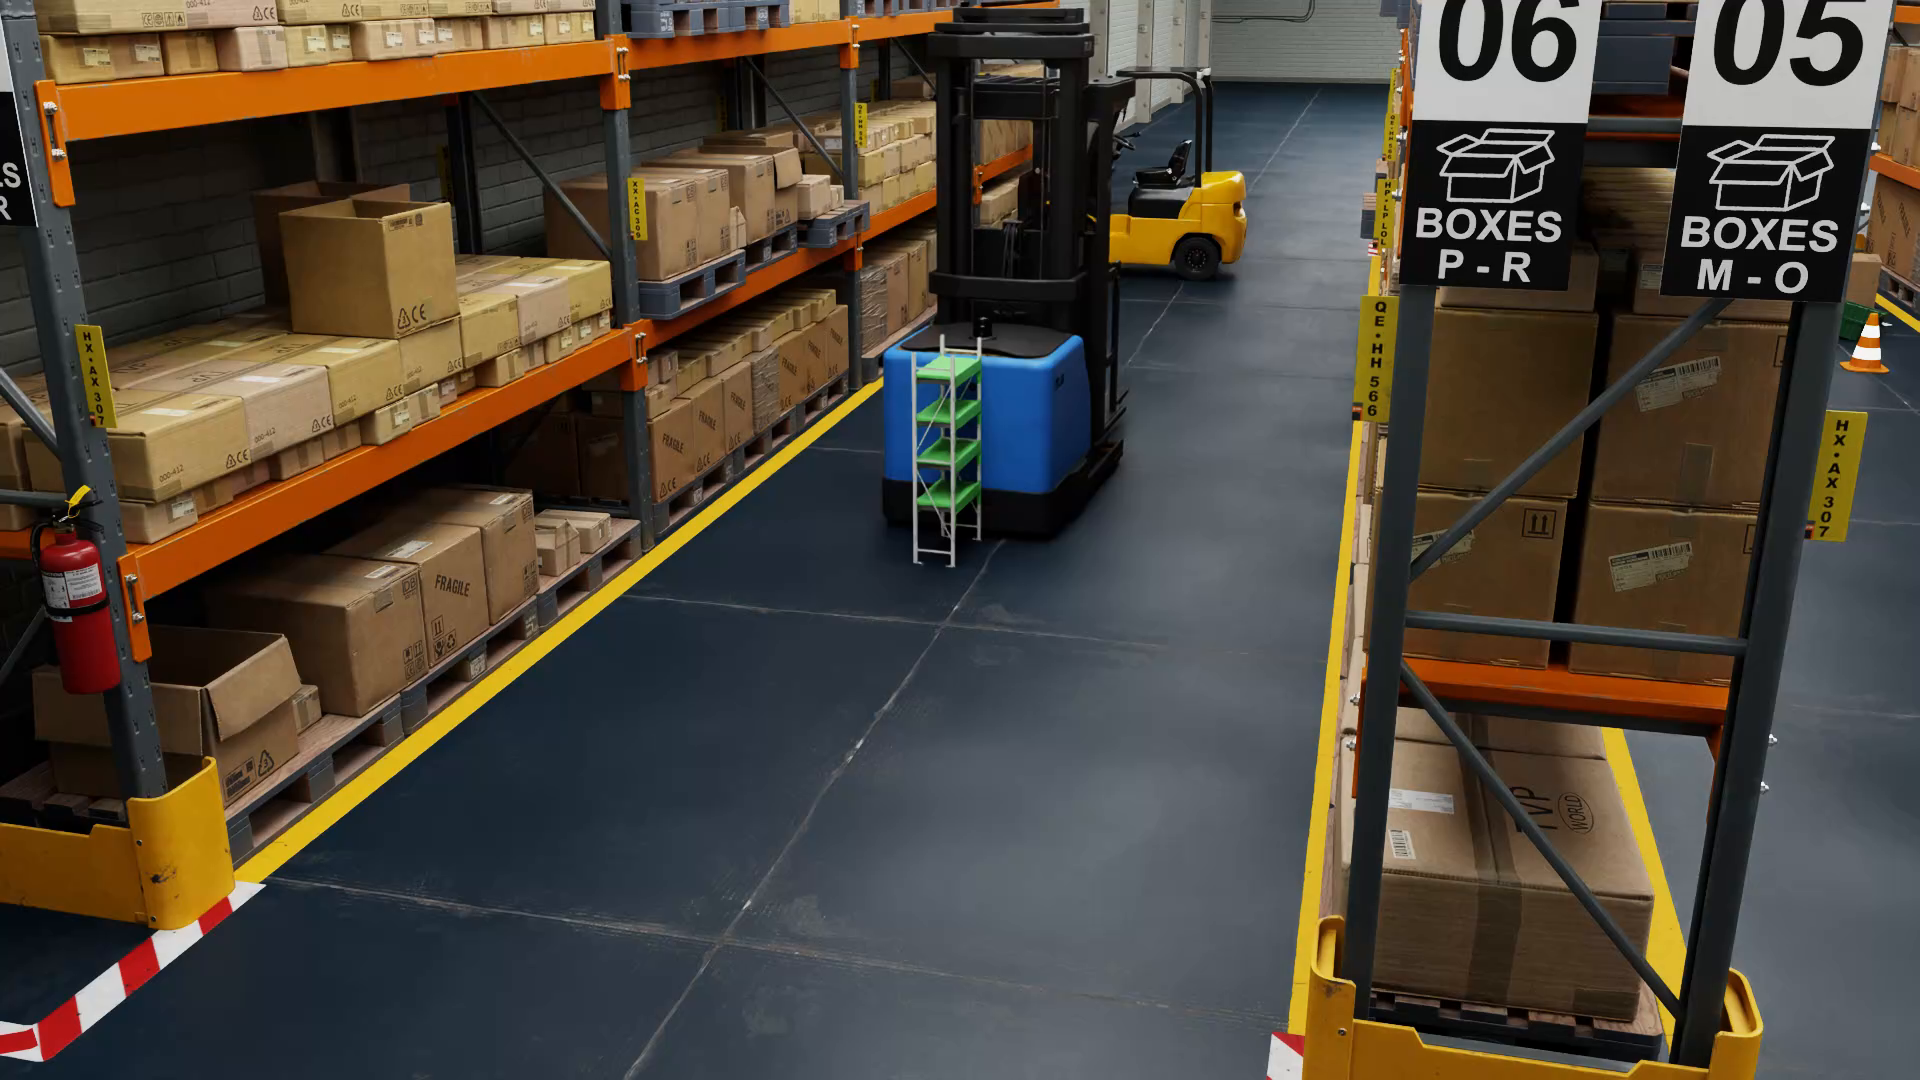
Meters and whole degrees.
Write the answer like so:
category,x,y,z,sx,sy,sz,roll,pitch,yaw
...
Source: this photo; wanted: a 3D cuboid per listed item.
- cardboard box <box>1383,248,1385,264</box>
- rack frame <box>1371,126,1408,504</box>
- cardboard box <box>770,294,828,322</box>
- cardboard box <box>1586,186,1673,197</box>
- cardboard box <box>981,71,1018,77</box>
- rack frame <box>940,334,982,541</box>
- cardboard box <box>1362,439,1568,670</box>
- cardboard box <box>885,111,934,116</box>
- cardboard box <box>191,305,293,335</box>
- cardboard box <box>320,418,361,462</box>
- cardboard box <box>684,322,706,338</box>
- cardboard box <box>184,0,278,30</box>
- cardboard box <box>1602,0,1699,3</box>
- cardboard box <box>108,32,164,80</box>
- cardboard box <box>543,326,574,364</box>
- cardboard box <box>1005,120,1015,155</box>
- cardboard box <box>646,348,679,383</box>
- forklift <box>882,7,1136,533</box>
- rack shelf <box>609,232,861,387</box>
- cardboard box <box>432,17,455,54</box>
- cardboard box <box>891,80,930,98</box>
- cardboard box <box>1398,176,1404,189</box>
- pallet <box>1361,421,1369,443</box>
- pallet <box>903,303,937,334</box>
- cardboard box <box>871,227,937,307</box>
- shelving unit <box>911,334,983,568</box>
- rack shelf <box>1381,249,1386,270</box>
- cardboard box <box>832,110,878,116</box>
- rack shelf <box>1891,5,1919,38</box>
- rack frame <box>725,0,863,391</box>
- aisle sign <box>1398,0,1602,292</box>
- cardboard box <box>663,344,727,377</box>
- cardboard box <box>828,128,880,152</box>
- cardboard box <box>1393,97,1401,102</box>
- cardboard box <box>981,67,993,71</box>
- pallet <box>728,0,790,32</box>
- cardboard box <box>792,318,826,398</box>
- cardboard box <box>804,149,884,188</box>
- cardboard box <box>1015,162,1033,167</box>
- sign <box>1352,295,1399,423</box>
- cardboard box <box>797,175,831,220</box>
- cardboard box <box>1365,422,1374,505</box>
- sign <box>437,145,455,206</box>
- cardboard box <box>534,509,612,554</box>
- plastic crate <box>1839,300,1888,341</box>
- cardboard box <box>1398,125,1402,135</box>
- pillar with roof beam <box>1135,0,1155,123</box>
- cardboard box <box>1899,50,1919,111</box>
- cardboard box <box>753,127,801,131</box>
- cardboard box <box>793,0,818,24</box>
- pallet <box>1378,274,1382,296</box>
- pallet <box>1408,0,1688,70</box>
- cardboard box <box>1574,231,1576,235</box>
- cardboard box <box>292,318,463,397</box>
category,x,y,z,sx,sy,sz,roll,pitch,yaw
cardboard box,4.400,-2.972,16.193,0.500,0.500,0.500,4,19,13
rack frame,2.561,-1.006,7.991,1.000,3.000,0.127,5,19,13
cardboard box,-1.188,-1.710,12.268,0.380,0.149,0.250,4,19,11
cardboard box,2.270,-1.074,5.487,0.380,0.149,0.250,5,19,14
cardboard box,0.426,-5.043,18.192,0.380,0.149,0.250,5,19,14
rack frame,0.006,-0.576,9.518,0.240,1.200,0.015,6,20,17
cardboard box,1.445,0.029,4.808,0.500,0.500,0.500,5,19,14
cardboard box,-0.450,-3.731,14.811,0.380,0.149,0.250,5,19,14
cardboard box,-2.995,-0.858,7.331,0.500,0.250,0.500,5,19,13
cardboard box,-2.656,-0.432,6.700,0.380,0.149,0.250,5,19,14
cardboard box,-1.970,-1.425,11.432,0.380,0.149,0.250,5,19,14
cardboard box,-2.753,-1.911,5.771,0.500,0.250,0.500,5,19,14
cardboard box,1.606,-1.495,4.210,0.500,0.250,0.500,3,19,8
cardboard box,-2.889,-1.609,5.506,0.380,0.149,0.250,5,19,14
cardboard box,-2.169,-0.991,8.337,0.380,0.149,0.250,5,20,15
cardboard box,0.297,-4.393,17.754,0.500,0.500,0.500,4,19,13
cardboard box,-1.891,-1.037,9.836,0.380,0.149,0.250,4,19,11
forklift,0.466,-1.867,10.619,1.130,2.935,3.031,6,20,16
rack shelf,-1.765,-1.683,11.087,1.077,0.370,4.000,5,19,13
cardboard box,-2.405,-2.164,7.129,0.380,0.149,0.250,5,19,14
cardboard box,-0.514,-4.523,16.670,0.380,0.149,0.250,5,19,14
cardboard box,2.080,-1.238,6.971,0.500,0.500,0.500,4,19,13
pallet,3.272,-0.699,11.407,1.003,0.211,1.213,5,19,13
pallet,-0.737,-1.967,15.119,1.003,0.211,1.213,5,19,13
cardboard box,-0.612,-2.572,15.601,0.875,0.625,0.625,4,19,13
shelving unit,-0.069,-0.501,9.298,0.258,1.200,0.503,6,20,17
rack shelf,4.027,-2.546,13.613,1.077,0.370,4.000,5,19,13
cardboard box,-0.955,-3.770,14.925,0.380,0.149,0.250,5,19,13
rack shelf,9.829,-4.860,15.747,1.077,0.370,4.000,5,19,13
rack frame,-1.276,-2.650,12.806,1.000,3.000,0.127,5,19,13
aisle sign,1.265,-0.984,3.906,0.394,0.787,0.004,5,19,13
cardboard box,-1.712,-1.147,10.620,0.380,0.149,0.250,5,19,13
cardboard box,-0.849,-3.165,13.155,0.380,0.149,0.250,5,20,15
cardboard box,3.752,-3.303,13.452,0.500,0.500,0.500,4,19,11
cardboard box,0.167,-5.325,19.018,0.380,0.149,0.250,5,19,14
pallet,-1.775,-3.251,10.216,1.213,0.211,1.003,5,19,13
cardboard box,-1.303,-1.361,12.248,0.500,0.500,0.500,4,19,13
cardboard box,-0.906,-2.934,13.094,0.500,0.250,0.500,5,19,13
cardboard box,0.869,-4.359,19.868,0.500,0.250,0.500,5,20,15
sign,1.061,-0.459,4.234,0.100,0.325,0.005,5,19,13
cardboard box,-1.220,-2.422,11.719,0.500,0.250,0.500,4,19,11
cardboard box,2.635,-0.400,8.854,0.875,0.875,0.875,5,20,15
sign,-2.792,-1.987,9.073,0.100,0.325,0.005,5,19,13
cardboard box,-2.105,-0.048,8.949,0.380,0.149,0.250,4,19,12
plastic crate,8.112,-2.008,15.188,0.450,0.188,0.662,29,33,36
cardboard box,2.801,-2.170,9.697,0.500,0.500,0.500,5,19,14
pillar with roof beam,8.207,-13.151,34.269,9.100,9.000,0.400,5,19,13
cardboard box,9.876,-4.532,16.412,0.875,0.550,0.550,5,19,13
cardboard box,-1.437,-3.213,13.296,0.380,0.149,0.250,5,20,15
cardboard box,-1.288,-3.661,11.357,0.500,0.250,0.500,5,19,14
pallet,4.645,-2.407,16.408,1.003,0.211,1.213,5,19,13
pallet,2.051,-1.746,5.656,1.003,0.211,1.213,5,19,13
cardboard box,2.215,-0.725,5.467,0.500,0.500,0.500,5,19,13
cardboard box,-2.511,-0.813,7.198,0.500,0.250,0.500,4,19,12
